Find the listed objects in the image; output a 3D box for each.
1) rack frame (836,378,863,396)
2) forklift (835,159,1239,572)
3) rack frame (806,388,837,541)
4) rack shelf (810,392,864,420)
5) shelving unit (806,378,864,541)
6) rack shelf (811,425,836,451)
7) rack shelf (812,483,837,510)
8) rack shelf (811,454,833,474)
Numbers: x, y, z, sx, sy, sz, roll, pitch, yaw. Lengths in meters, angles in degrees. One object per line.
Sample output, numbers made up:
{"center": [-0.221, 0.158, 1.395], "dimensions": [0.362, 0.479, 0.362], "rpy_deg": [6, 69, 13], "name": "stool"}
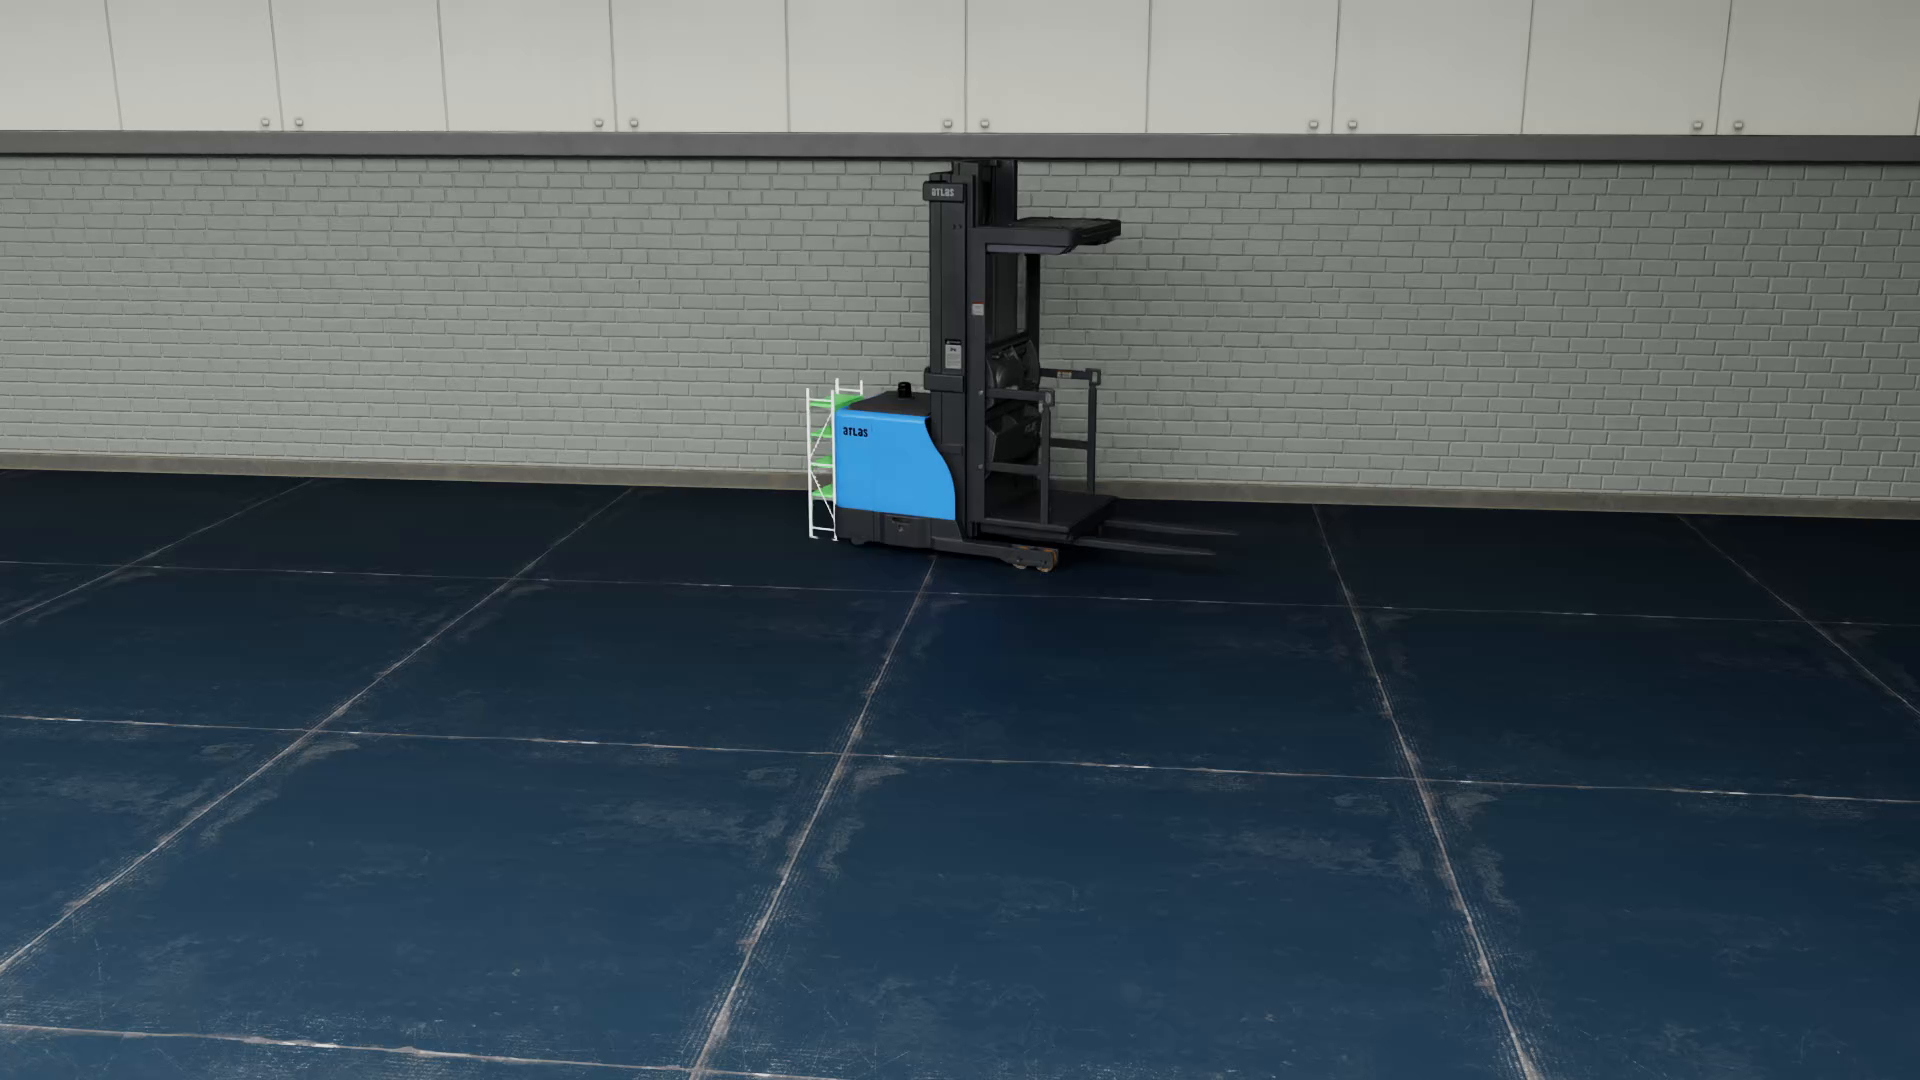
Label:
{"center": [-0.886, -0.705, 13.470], "dimensions": [0.240, 1.200, 0.015], "rpy_deg": [7, 16, 23], "name": "rack frame"}
{"center": [0.585, -1.337, 12.492], "dimensions": [3.031, 2.935, 1.130], "rpy_deg": [7, 17, 23], "name": "forklift"}
{"center": [-1.082, -0.588, 13.039], "dimensions": [0.240, 1.200, 0.015], "rpy_deg": [7, 16, 23], "name": "rack frame"}
{"center": [-0.984, -1.048, 13.146], "dimensions": [0.258, 0.148, 0.480], "rpy_deg": [7, 16, 23], "name": "rack shelf"}
{"center": [-0.984, -0.647, 13.255], "dimensions": [0.258, 1.200, 0.503], "rpy_deg": [7, 16, 23], "name": "shelving unit"}
{"center": [-0.984, -0.817, 13.209], "dimensions": [0.258, 0.148, 0.480], "rpy_deg": [7, 16, 23], "name": "rack shelf"}
{"center": [-0.984, -0.353, 13.334], "dimensions": [0.258, 0.148, 0.480], "rpy_deg": [7, 16, 23], "name": "rack shelf"}
{"center": [-0.984, -0.585, 13.271], "dimensions": [0.258, 0.148, 0.480], "rpy_deg": [7, 16, 23], "name": "rack shelf"}
